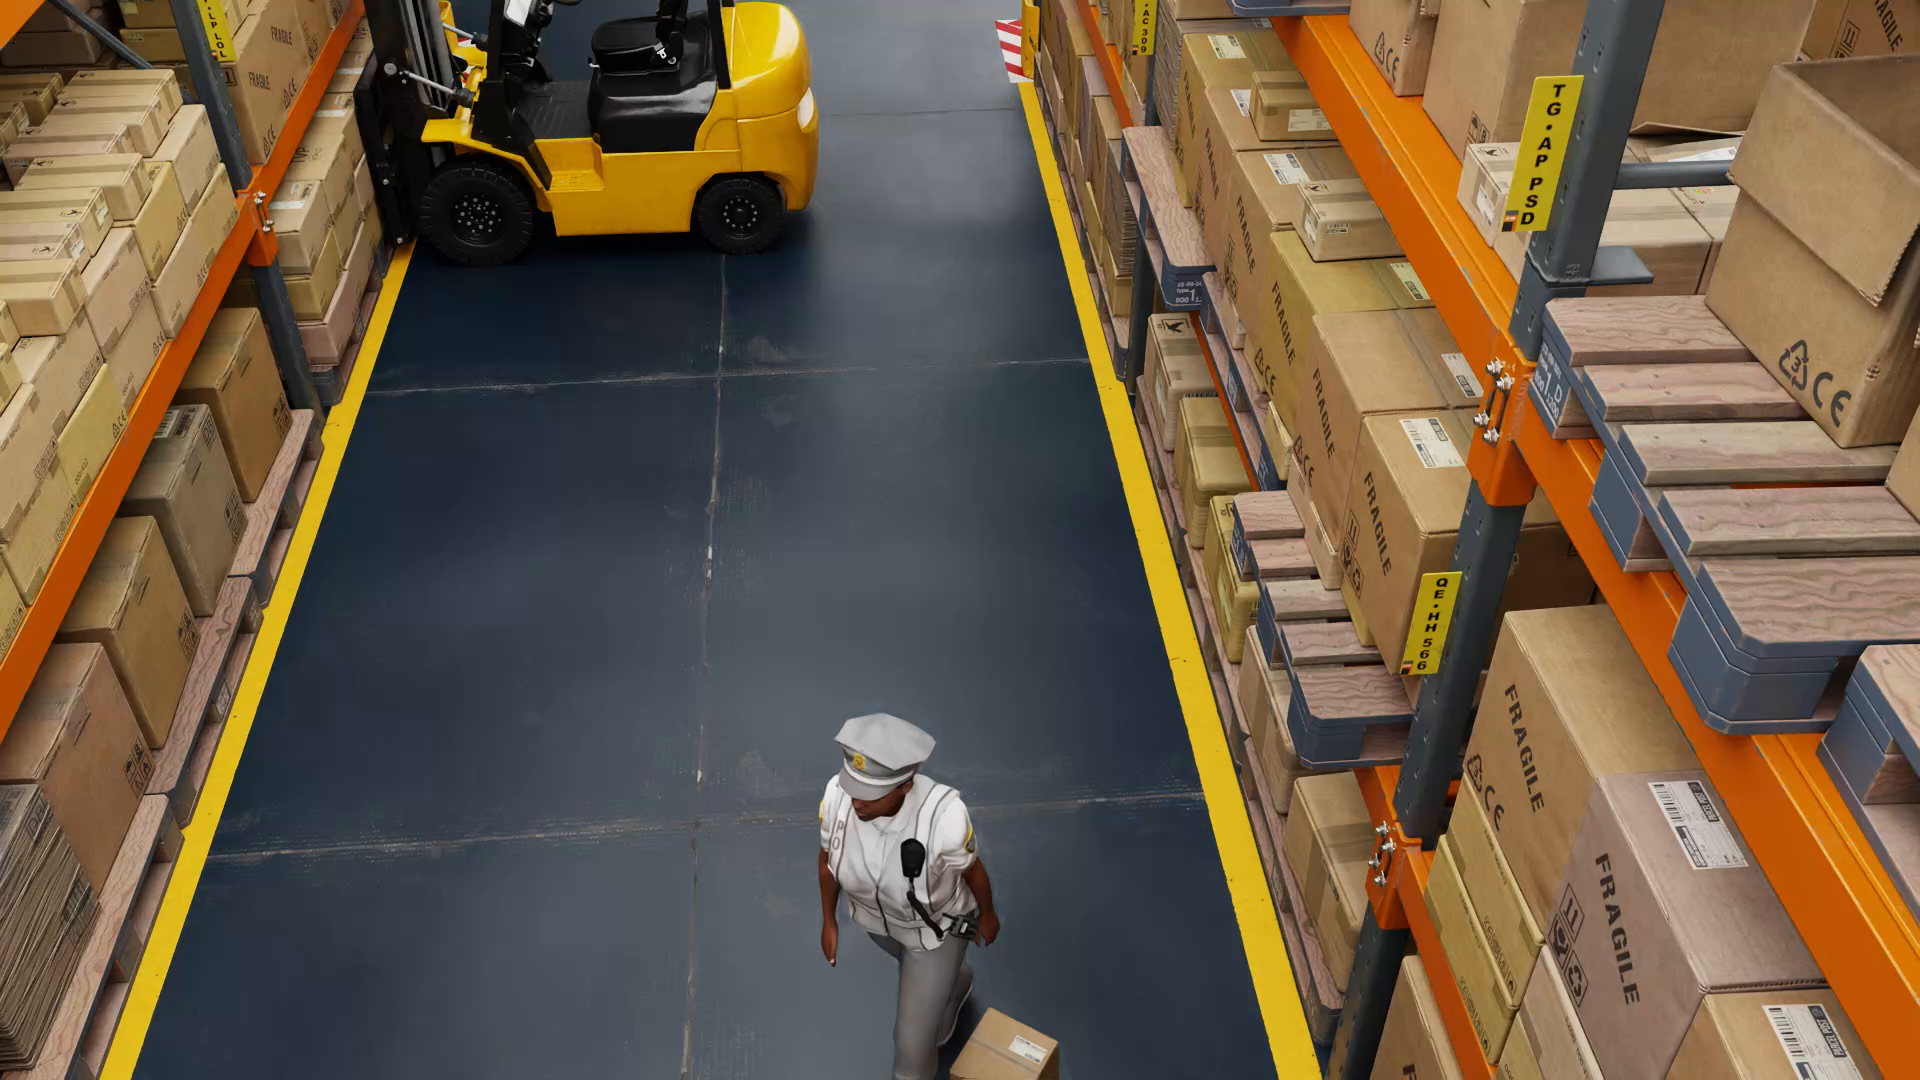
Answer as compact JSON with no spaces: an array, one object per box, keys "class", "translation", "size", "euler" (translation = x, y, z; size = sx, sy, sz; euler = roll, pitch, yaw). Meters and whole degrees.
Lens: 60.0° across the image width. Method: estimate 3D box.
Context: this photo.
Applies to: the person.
[{"class":"person","translation":[-0.180,1.102,4.793],"size":[0.476,1.652,0.853],"euler":[20,43,22]}]
